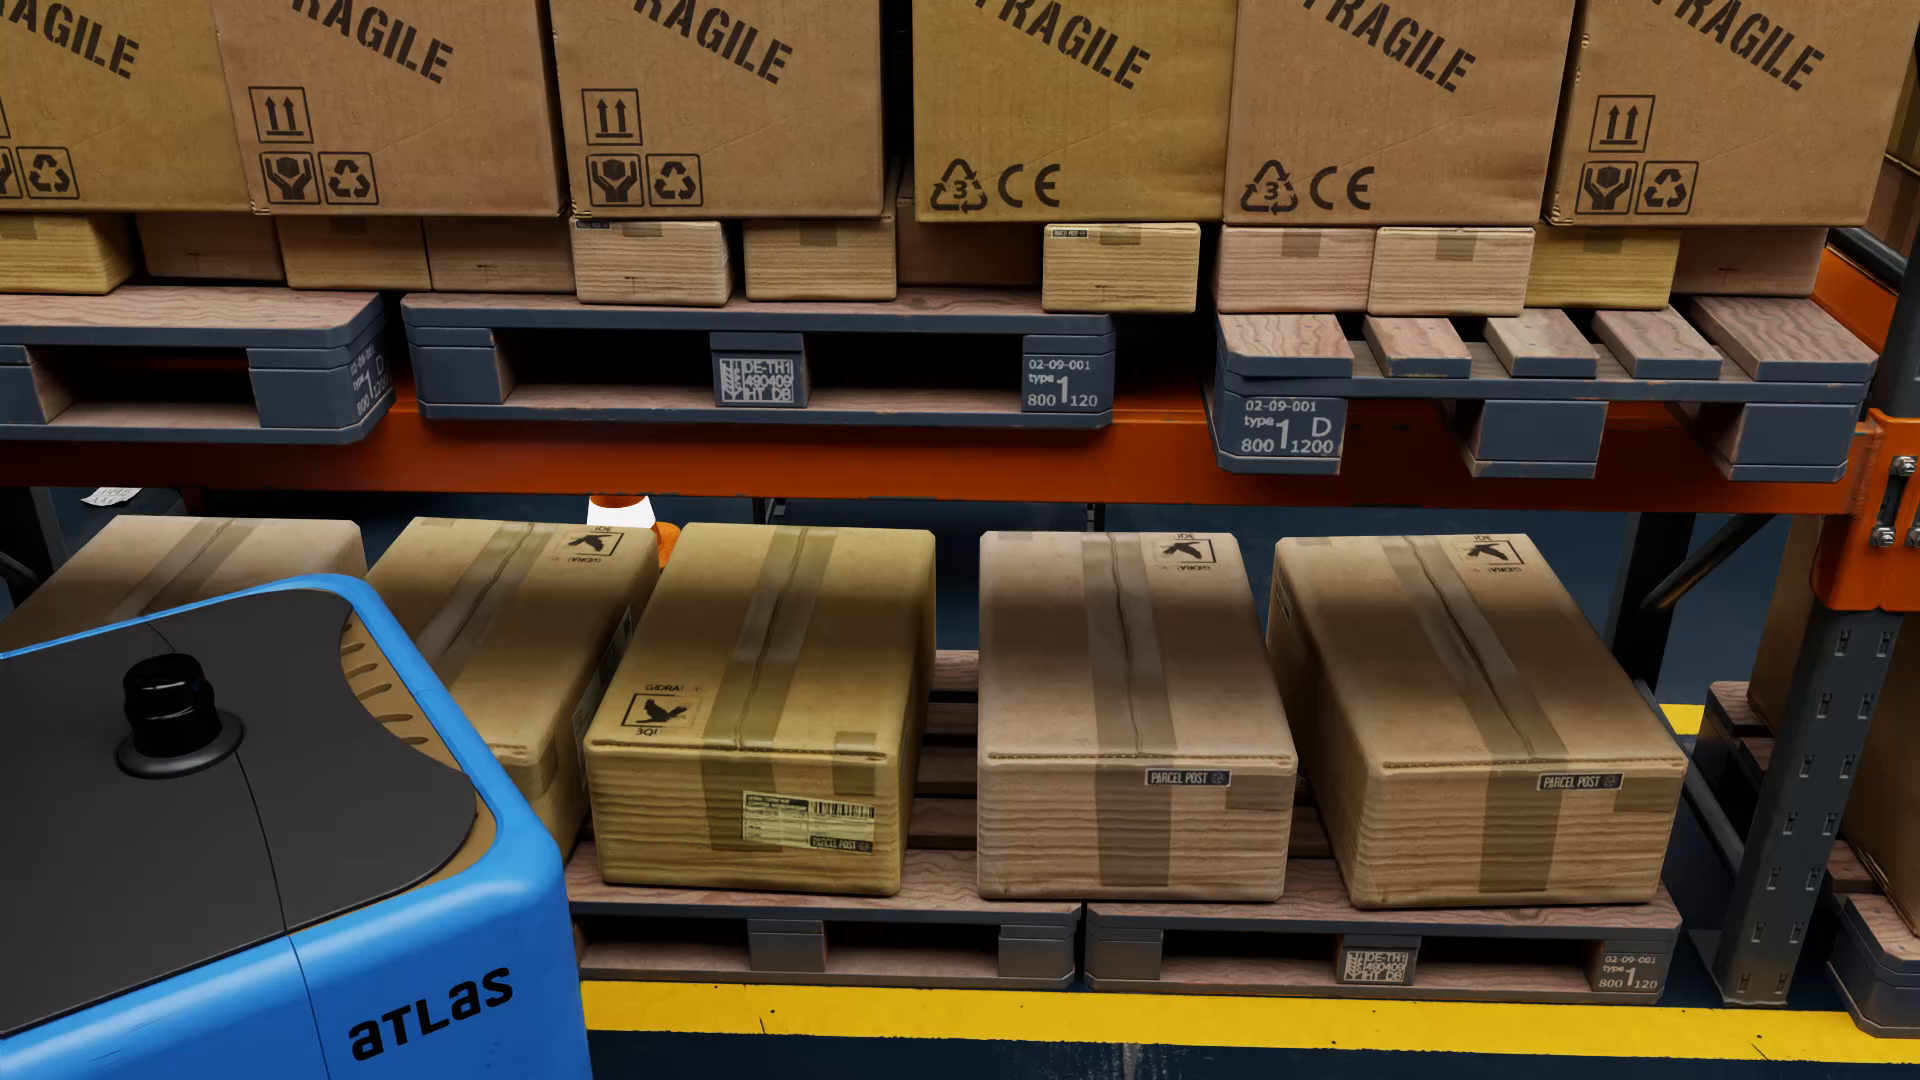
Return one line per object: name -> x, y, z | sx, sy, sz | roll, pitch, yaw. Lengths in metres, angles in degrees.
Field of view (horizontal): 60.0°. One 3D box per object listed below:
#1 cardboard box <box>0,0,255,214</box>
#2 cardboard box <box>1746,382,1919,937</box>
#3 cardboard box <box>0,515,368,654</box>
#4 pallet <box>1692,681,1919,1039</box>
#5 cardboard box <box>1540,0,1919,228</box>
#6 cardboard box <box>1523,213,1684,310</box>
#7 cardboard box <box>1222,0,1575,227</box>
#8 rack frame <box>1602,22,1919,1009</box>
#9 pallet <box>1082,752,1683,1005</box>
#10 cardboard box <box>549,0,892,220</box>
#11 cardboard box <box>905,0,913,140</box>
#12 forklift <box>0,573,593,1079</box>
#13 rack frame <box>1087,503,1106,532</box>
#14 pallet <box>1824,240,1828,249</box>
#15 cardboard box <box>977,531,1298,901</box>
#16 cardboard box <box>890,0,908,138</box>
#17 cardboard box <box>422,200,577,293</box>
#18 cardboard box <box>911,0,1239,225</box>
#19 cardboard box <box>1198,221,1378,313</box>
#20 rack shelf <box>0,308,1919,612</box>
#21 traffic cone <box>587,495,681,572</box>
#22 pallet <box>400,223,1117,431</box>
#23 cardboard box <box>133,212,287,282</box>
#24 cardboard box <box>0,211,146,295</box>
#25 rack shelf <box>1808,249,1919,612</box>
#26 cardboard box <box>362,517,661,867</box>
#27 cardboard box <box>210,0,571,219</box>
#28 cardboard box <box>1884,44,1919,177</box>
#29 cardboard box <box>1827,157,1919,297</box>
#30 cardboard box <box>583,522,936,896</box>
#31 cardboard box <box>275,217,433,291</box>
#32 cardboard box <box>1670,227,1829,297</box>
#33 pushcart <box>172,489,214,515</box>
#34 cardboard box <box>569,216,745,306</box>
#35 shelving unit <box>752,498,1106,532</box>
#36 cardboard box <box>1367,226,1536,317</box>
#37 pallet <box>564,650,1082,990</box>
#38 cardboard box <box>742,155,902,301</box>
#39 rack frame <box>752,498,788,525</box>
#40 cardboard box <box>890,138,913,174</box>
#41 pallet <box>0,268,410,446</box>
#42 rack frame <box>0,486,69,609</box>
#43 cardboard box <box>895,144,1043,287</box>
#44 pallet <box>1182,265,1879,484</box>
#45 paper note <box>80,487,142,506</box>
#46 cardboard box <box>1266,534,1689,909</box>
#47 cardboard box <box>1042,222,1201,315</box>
cardboard box -> -1.382, -0.871, 2.817 | 0.500, 0.500, 0.500 | 1, 28, 2
cardboard box -> 2.343, 0.210, 3.471 | 0.875, 0.875, 0.875 | 1, 28, 1
cardboard box -> -1.817, 0.323, 3.795 | 0.625, 0.372, 0.950 | 1, 28, 2
pallet -> 2.441, 0.687, 3.729 | 1.213, 0.211, 1.003 | 1, 28, 2
cardboard box -> 1.192, -0.832, 2.744 | 0.500, 0.500, 0.500 | 0, 28, 0
cardboard box -> 1.050, -0.534, 2.875 | 0.250, 0.149, 0.380 | 1, 28, 3
cardboard box -> 0.675, -0.836, 2.751 | 0.500, 0.500, 0.500 | 1, 28, 1
rack frame -> 1.656, -0.594, 3.167 | 0.127, 3.000, 1.000 | 1, 28, 2
pallet -> 0.875, 0.625, 3.846 | 1.213, 0.211, 1.003 | 1, 28, 2
cardboard box -> -0.375, -0.853, 2.783 | 0.500, 0.500, 0.500 | 0, 28, 0
cardboard box -> 0.162, -1.081, 3.215 | 0.500, 0.500, 0.500 | 1, 28, 3
forklift -> -2.029, 0.259, 1.632 | 3.031, 2.935, 1.130 | -17, 32, -29
rack frame -> 0.423, -0.656, 4.886 | 0.032, 1.500, 0.500 | 1, 28, 2
pallet -> 3.727, -1.645, 8.128 | 1.213, 0.211, 1.003 | 1, 28, 2
cardboard box -> 0.354, 0.359, 3.727 | 0.625, 0.372, 0.950 | 0, 28, 1
cardboard box -> -0.337, -1.093, 3.237 | 0.500, 0.500, 0.500 | 0, 28, 0
cardboard box -> -0.763, -0.571, 2.945 | 0.250, 0.149, 0.380 | 1, 28, 2
cardboard box -> 0.170, -0.843, 2.765 | 0.500, 0.500, 0.500 | -1, 28, -2
cardboard box -> 0.545, -0.525, 2.858 | 0.250, 0.149, 0.380 | 0, 28, -1
rack shelf -> -0.343, -0.309, 3.398 | 4.000, 0.370, 1.077 | 1, 28, 2
traffic cone -> -1.053, -0.174, 5.083 | 0.334, 0.463, 0.336 | 1, 28, 2
pallet -> -0.324, -0.522, 3.238 | 1.213, 0.211, 1.003 | 1, 28, 2
cardboard box -> -1.265, -0.600, 2.999 | 0.250, 0.149, 0.380 | 3, 28, 5
cardboard box -> -1.551, -0.569, 2.940 | 0.250, 0.149, 0.380 | 2, 28, 3
rack shelf -> 3.655, -0.243, 3.273 | 4.000, 0.370, 1.077 | 1, 28, 2
cardboard box -> -1.099, 0.334, 3.775 | 0.625, 0.372, 0.950 | 3, 28, 5
cardboard box -> -0.889, -0.856, 2.790 | 0.500, 0.500, 0.500 | 1, 28, 1
cardboard box -> 2.149, -0.859, 3.294 | 0.500, 0.250, 0.500 | 1, 28, 2
cardboard box -> 2.171, -0.640, 3.416 | 0.500, 0.250, 0.500 | 0, 28, 0
cardboard box -> -0.404, 0.344, 3.755 | 0.625, 0.372, 0.950 | 2, 28, 3
cardboard box -> -1.010, -0.576, 2.954 | 0.250, 0.149, 0.380 | 1, 28, 3
cardboard box -> 1.320, -0.563, 2.930 | 0.250, 0.149, 0.380 | 2, 28, 4
pushcart -> -2.311, -0.569, 5.921 | 0.936, 0.377, 1.648 | -9, 29, -16
cardboard box -> -0.499, -0.543, 2.891 | 0.250, 0.149, 0.380 | 2, 28, 4
shelving unit -> -0.085, -0.664, 4.901 | 1.048, 1.500, 0.538 | 1, 28, 2
cardboard box -> 0.796, -0.517, 2.843 | 0.250, 0.149, 0.380 | 1, 28, 1
pallet -> -0.341, 0.603, 3.886 | 1.213, 0.211, 1.003 | 1, 28, 2
cardboard box -> -0.231, -0.552, 2.908 | 0.250, 0.149, 0.380 | 0, 28, 0
rack frame -> -0.593, -0.672, 4.917 | 0.032, 1.500, 0.500 | 1, 28, 2
cardboard box -> -0.017, -0.775, 3.329 | 0.250, 0.149, 0.380 | 2, 28, 4
pallet -> -1.583, -0.494, 3.184 | 1.213, 0.211, 1.003 | 1, 28, 2
rack frame -> -2.342, -0.660, 3.292 | 0.127, 3.000, 1.000 | 1, 28, 2
cardboard box -> 0.023, -0.586, 2.973 | 0.250, 0.149, 0.380 | 1, 28, 2
pallet -> 0.940, -0.471, 3.140 | 1.003, 0.211, 1.213 | 1, 28, 2
paper note -> -2.811, -0.155, 5.510 | 0.142, 0.019, 0.148 | 1, 28, 2
cardboard box -> 1.092, 0.368, 3.711 | 0.625, 0.372, 0.950 | -1, 28, -2
cardboard box -> 0.269, -0.523, 2.854 | 0.250, 0.149, 0.380 | 1, 28, 3
